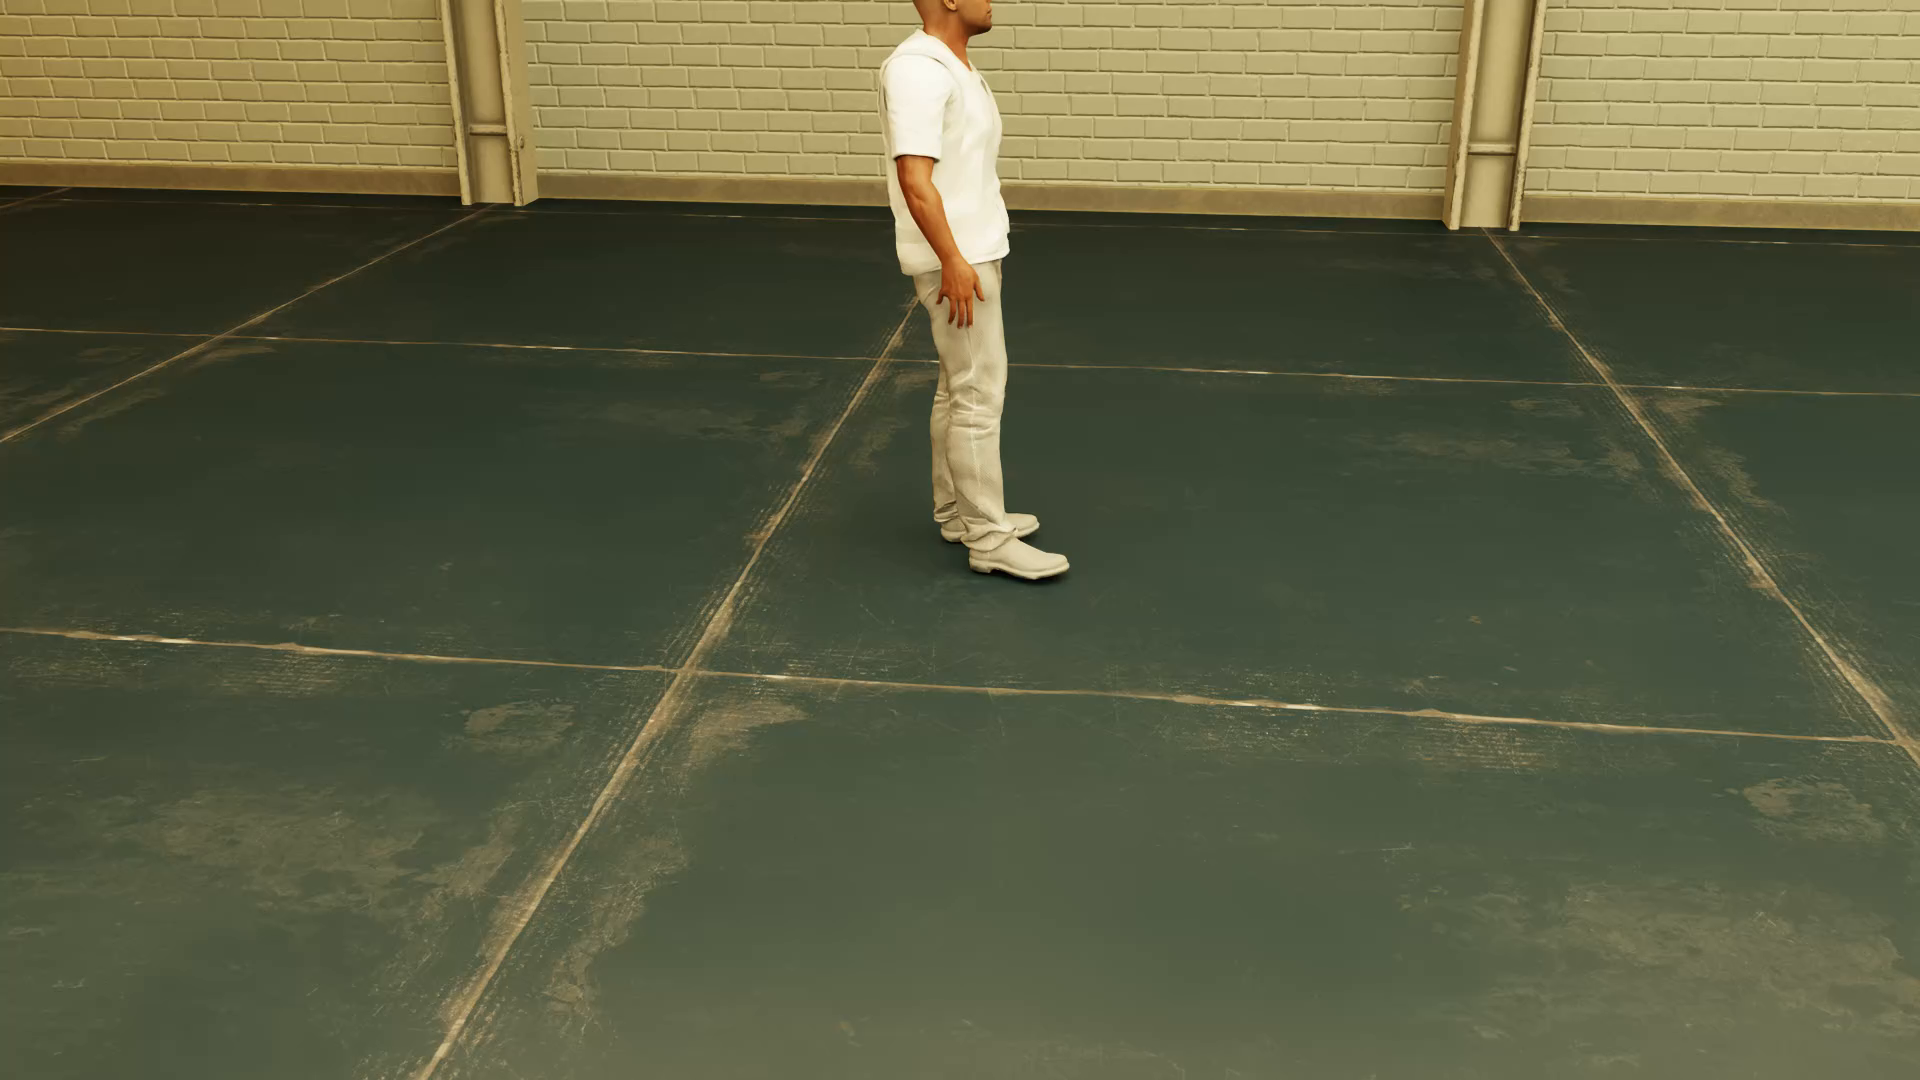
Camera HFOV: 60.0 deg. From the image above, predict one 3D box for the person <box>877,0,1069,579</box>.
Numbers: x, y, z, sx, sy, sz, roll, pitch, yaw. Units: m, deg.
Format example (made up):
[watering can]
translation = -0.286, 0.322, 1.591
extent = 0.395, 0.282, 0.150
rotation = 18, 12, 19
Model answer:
[person]
translation = 0.069, -0.820, 4.831
extent = 0.575, 1.768, 0.665
rotation = 3, 22, 7
